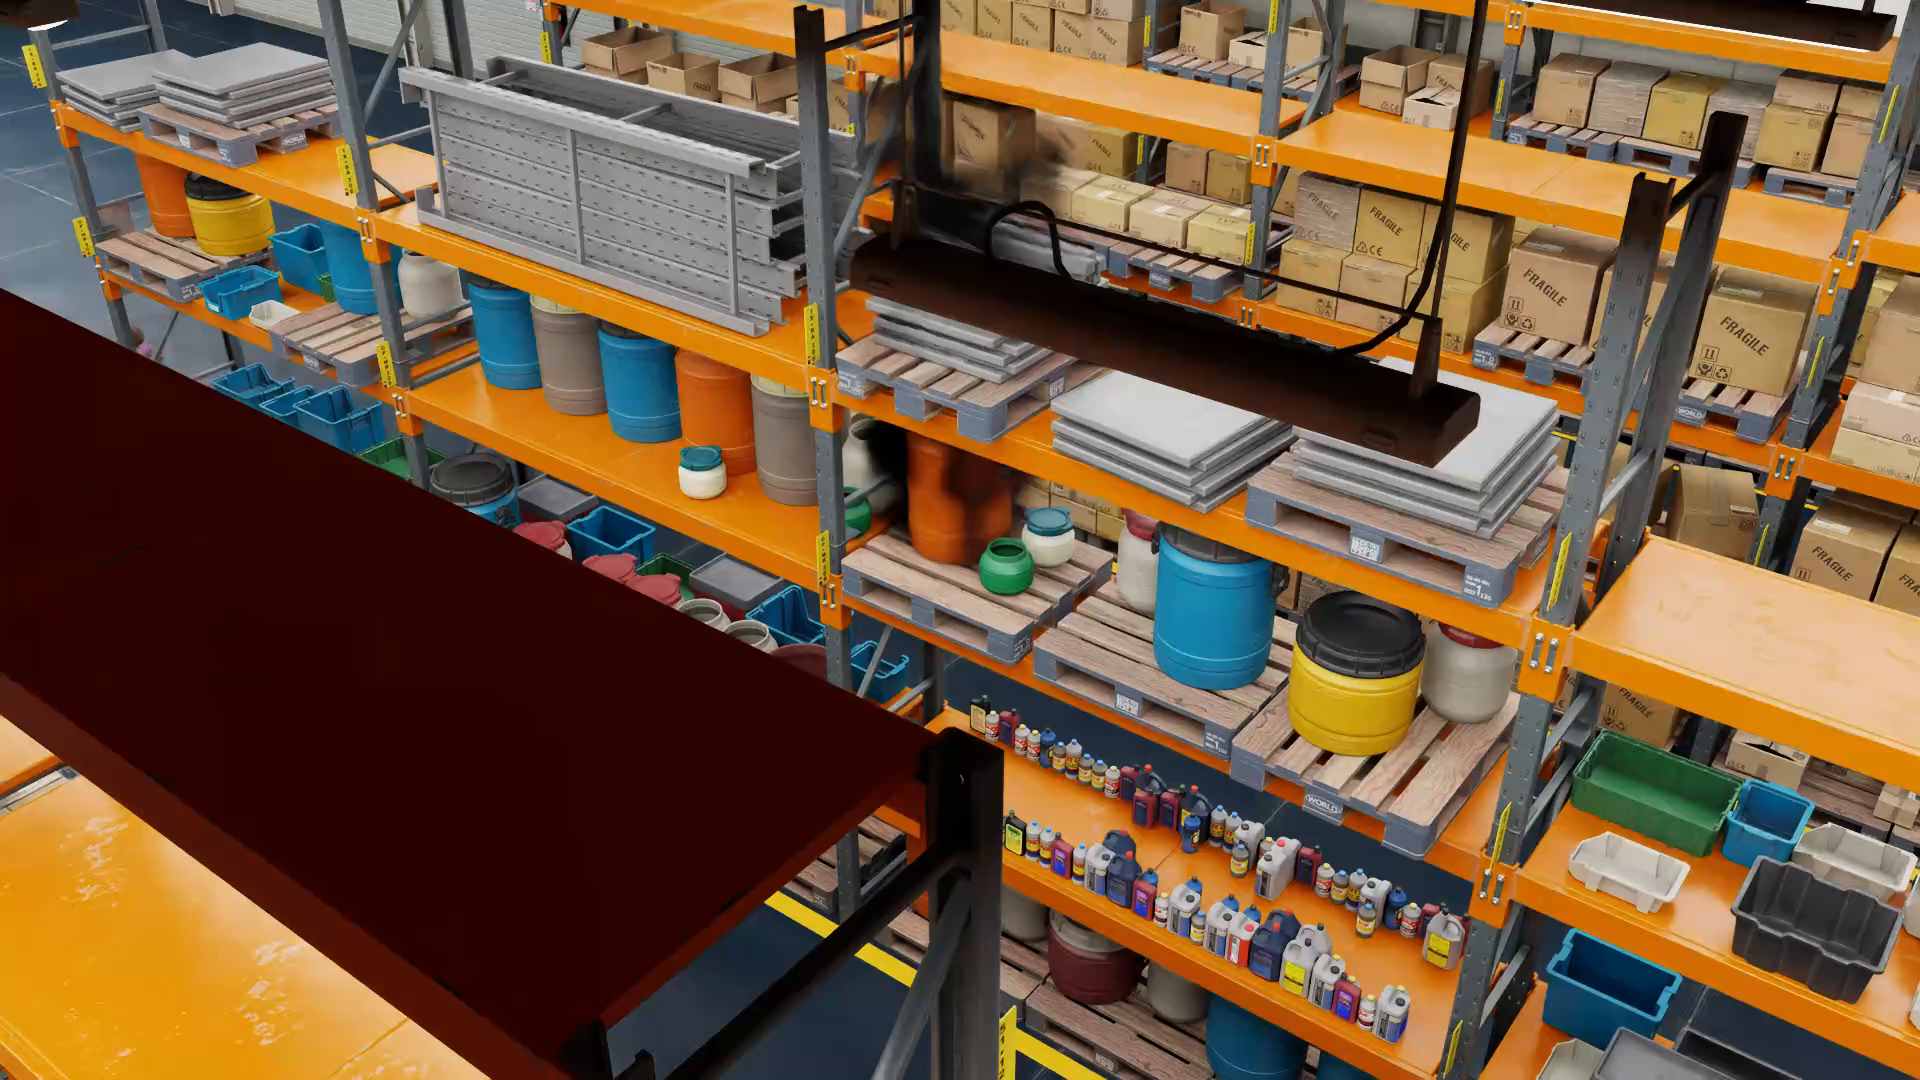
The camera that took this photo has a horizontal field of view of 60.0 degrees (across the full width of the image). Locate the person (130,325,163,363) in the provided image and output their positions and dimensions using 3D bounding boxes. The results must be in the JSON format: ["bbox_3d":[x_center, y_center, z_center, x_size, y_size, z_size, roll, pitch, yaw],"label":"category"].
[{"bbox_3d":[-7.849,-1.374,16.071,0.502,1.555,0.544,-8,32,-13],"label":"person"}]
